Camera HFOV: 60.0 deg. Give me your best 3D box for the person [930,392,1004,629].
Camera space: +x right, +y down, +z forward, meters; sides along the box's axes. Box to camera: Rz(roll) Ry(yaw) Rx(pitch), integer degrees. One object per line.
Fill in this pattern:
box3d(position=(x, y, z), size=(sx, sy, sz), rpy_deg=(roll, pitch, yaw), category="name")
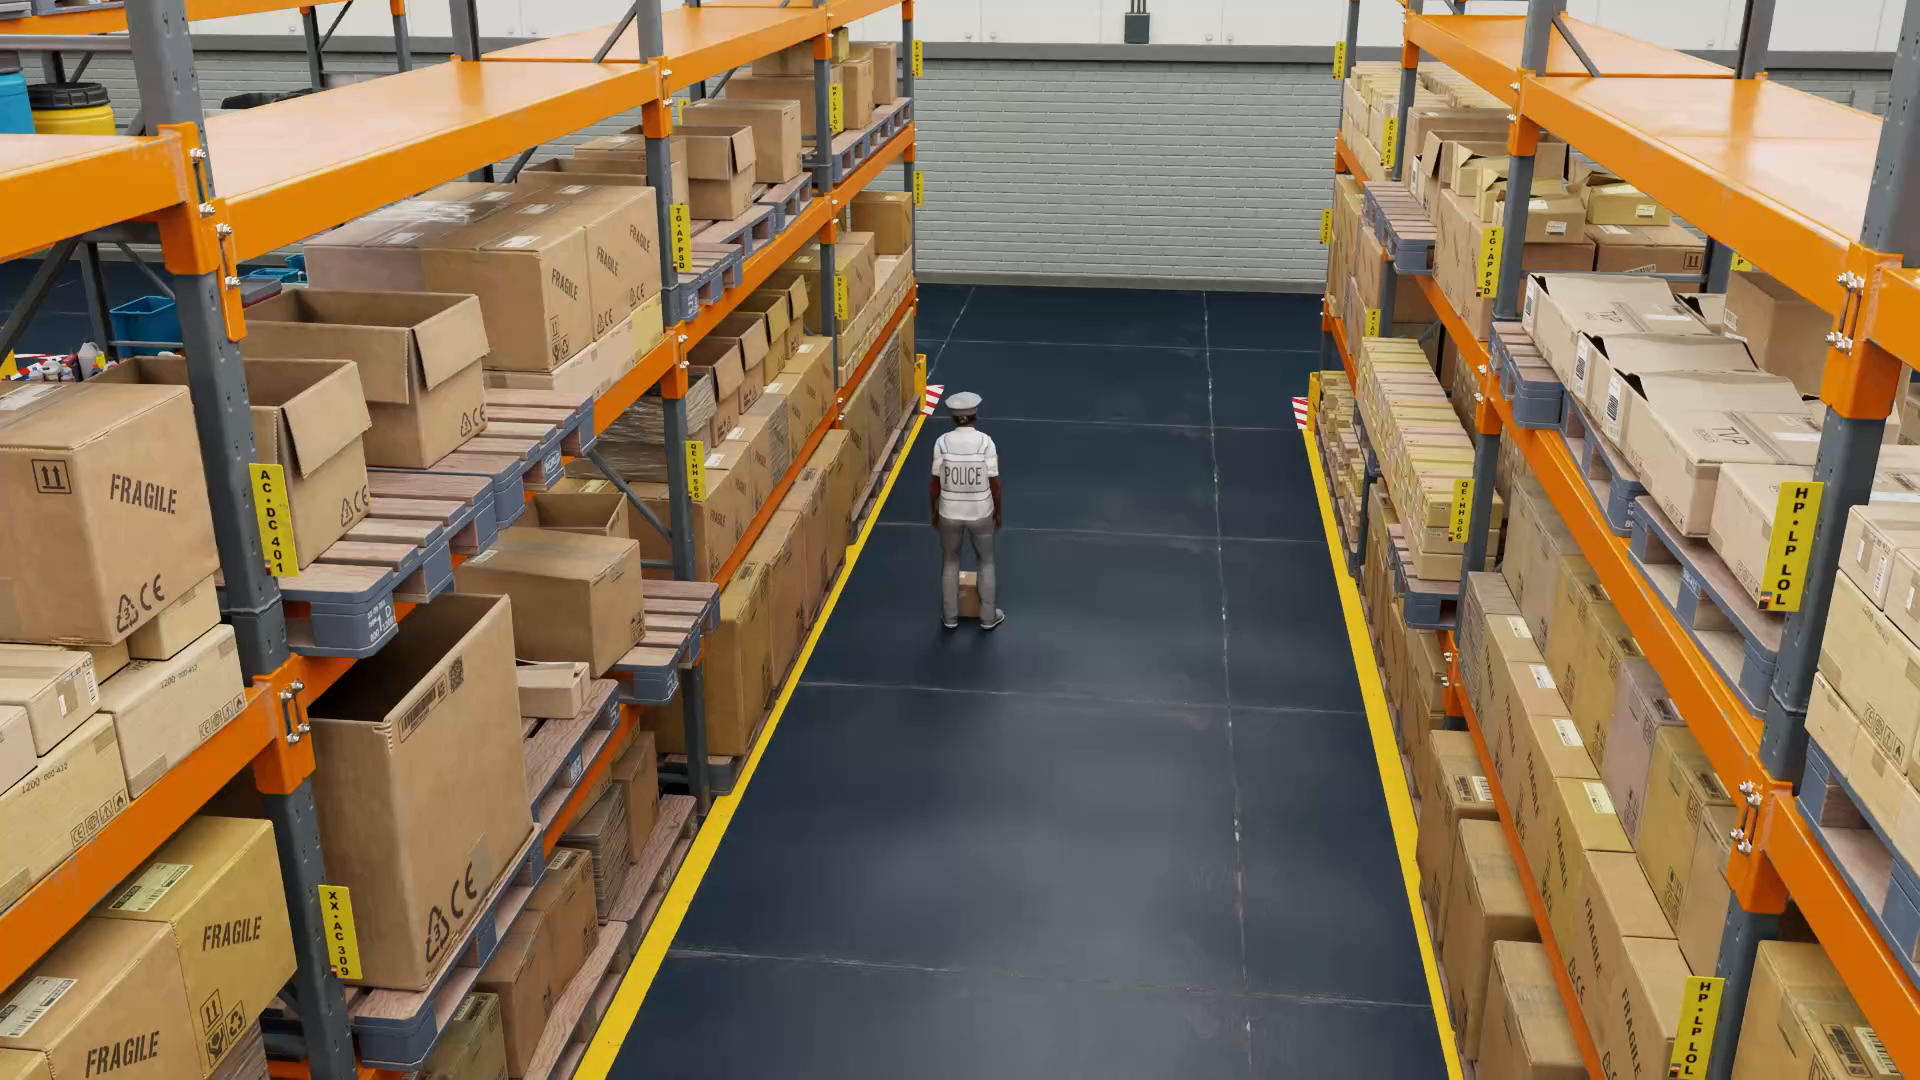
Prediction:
box3d(position=(0.051, -0.180, 11.548), size=(0.514, 1.657, 0.399), rpy_deg=(2, 21, 6), category="person")
